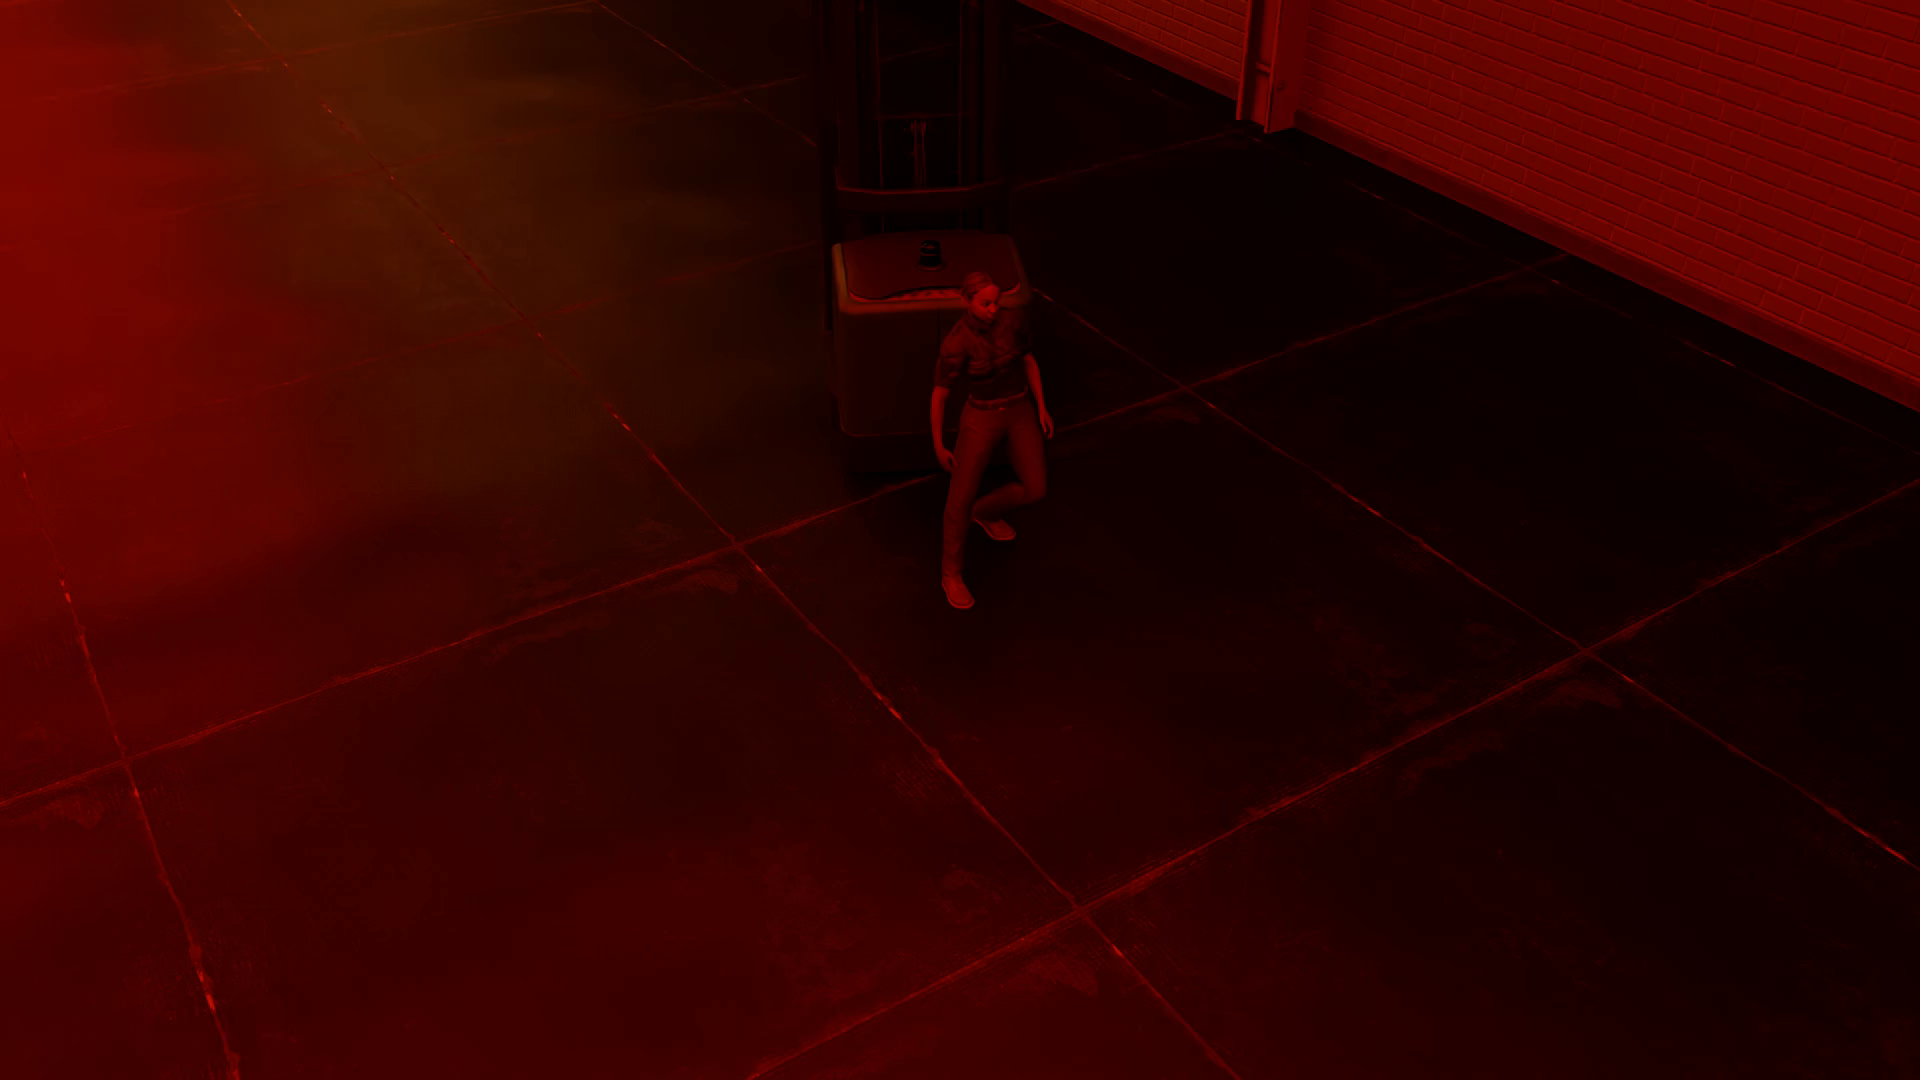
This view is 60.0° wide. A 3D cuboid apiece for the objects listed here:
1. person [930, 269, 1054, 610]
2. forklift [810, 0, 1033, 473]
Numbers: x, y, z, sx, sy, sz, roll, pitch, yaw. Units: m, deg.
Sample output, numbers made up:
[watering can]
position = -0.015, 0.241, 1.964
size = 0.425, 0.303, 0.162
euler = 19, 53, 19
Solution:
[person]
position = 0.164, -0.512, 8.055
size = 0.650, 1.583, 0.637
euler = -13, 37, -18
[forklift]
position = -0.289, -2.398, 9.561
size = 1.130, 2.935, 3.031
euler = -4, 35, -6
